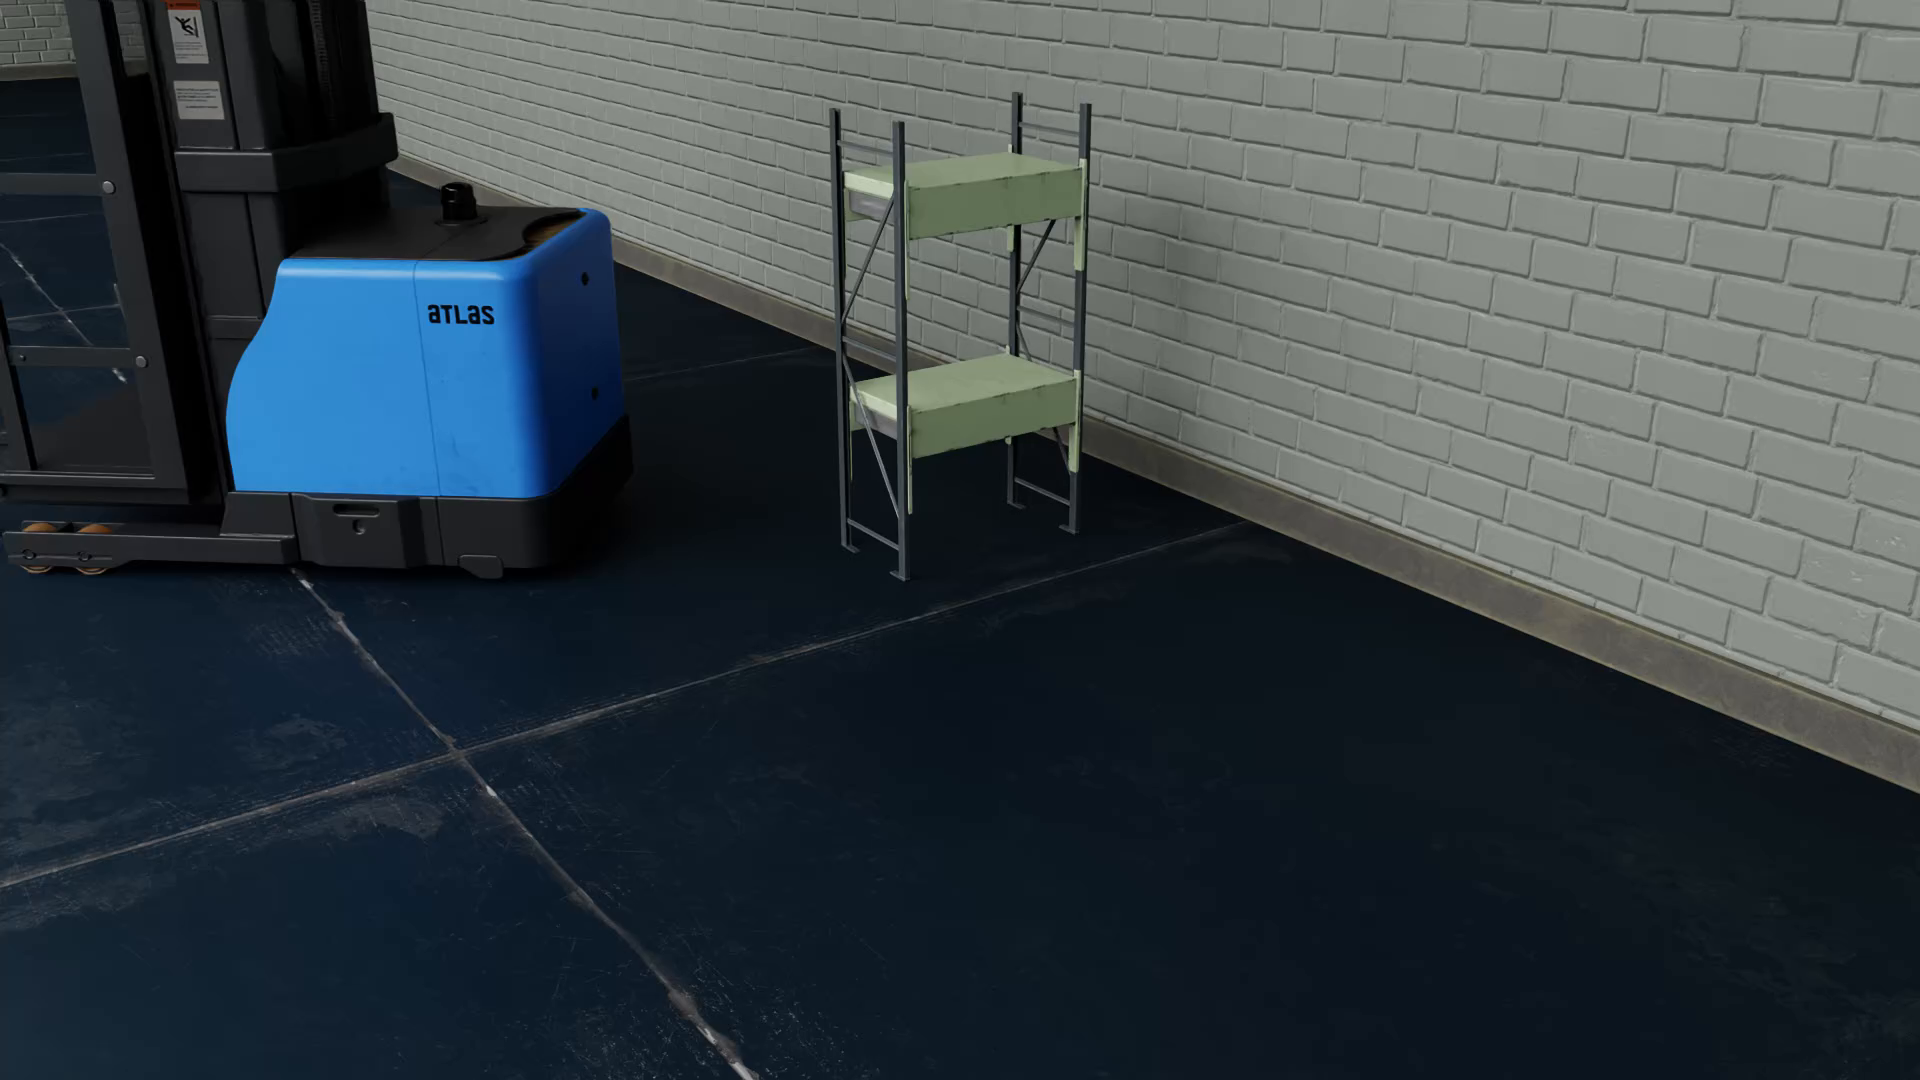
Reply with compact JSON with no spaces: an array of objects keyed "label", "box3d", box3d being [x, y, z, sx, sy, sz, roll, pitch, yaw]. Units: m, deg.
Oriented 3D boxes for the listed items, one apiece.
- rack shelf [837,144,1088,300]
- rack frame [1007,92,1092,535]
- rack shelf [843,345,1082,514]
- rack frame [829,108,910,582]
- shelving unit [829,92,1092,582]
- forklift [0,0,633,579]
[{"label":"rack shelf","box3d":[0.005,-1.061,5.477,0.720,0.370,0.431,-15,26,-33]},{"label":"rack frame","box3d":[0.303,-0.777,5.821,0.023,1.500,0.400,-15,26,-33]},{"label":"rack shelf","box3d":[0.005,-0.395,5.743,0.720,0.370,0.431,-15,26,-33]},{"label":"rack frame","box3d":[-0.292,-0.619,5.424,0.023,1.500,0.400,-15,26,-33]},{"label":"shelving unit","box3d":[0.005,-0.698,5.622,0.755,1.500,0.431,-15,26,-33]},{"label":"forklift","box3d":[-2.790,-1.436,5.541,3.031,2.935,1.130,2,22,4]}]
